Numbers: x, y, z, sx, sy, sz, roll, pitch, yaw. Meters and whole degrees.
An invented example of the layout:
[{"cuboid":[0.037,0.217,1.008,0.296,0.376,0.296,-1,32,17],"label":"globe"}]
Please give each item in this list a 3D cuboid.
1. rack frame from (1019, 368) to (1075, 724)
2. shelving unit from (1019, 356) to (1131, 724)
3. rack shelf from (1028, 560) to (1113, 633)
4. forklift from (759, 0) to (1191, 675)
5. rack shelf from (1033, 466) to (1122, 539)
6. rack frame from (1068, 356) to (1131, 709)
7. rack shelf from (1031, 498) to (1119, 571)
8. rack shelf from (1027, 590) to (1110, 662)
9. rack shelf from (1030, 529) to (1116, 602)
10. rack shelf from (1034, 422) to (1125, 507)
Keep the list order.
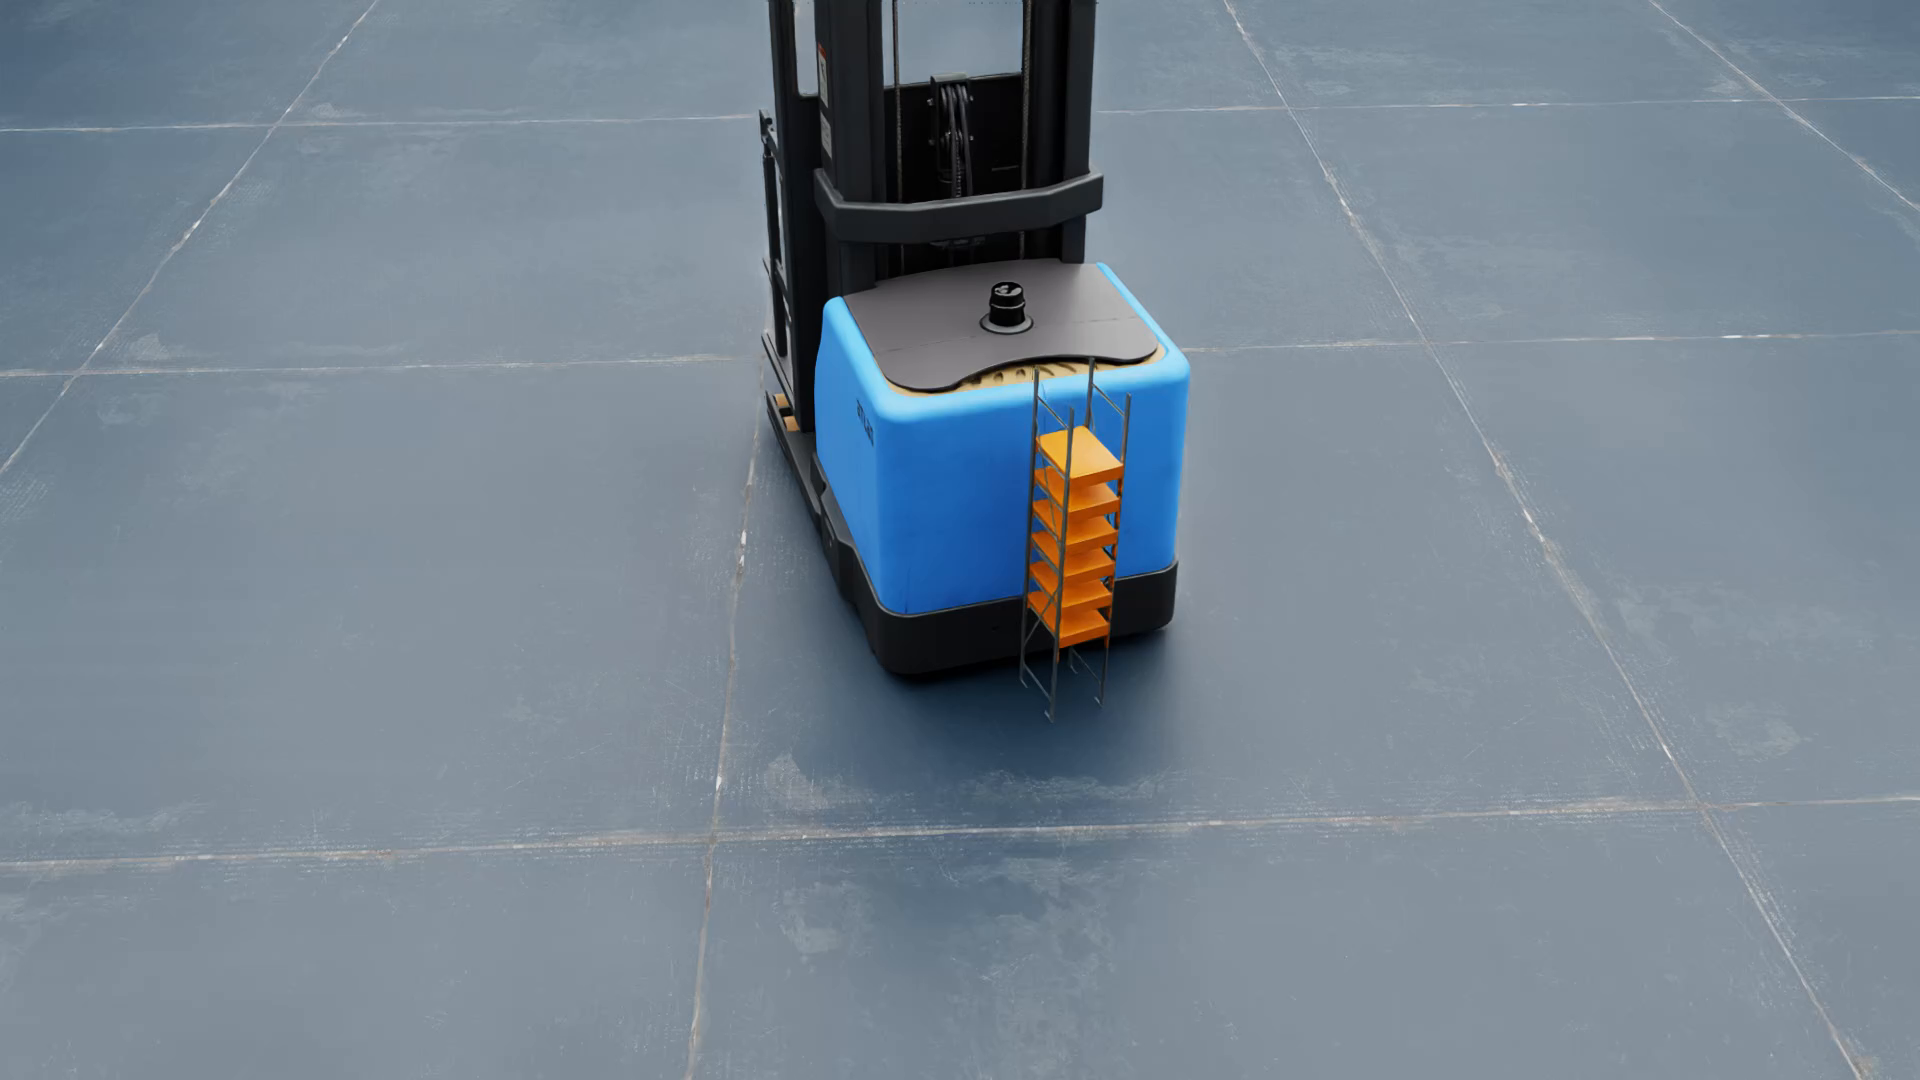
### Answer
[{"cuboid":[0.260,0.048,5.118,0.006,1.200,0.240,-15,39,-20],"label":"rack frame"},{"cuboid":[0.343,0.026,5.149,0.189,1.200,0.258,-15,39,-20],"label":"shelving unit"},{"cuboid":[0.340,0.158,5.247,0.180,0.103,0.258,-15,39,-20],"label":"rack shelf"},{"cuboid":[-0.167,-1.598,5.983,1.130,2.935,3.031,-10,36,-14],"label":"forklift"},{"cuboid":[0.346,-0.131,5.033,0.180,0.103,0.258,-15,39,-20],"label":"rack shelf"},{"cuboid":[0.426,0.004,5.181,0.006,1.200,0.240,-15,39,-20],"label":"rack frame"},{"cuboid":[0.344,-0.035,5.104,0.180,0.103,0.258,-15,39,-20],"label":"rack shelf"},{"cuboid":[0.338,0.255,5.319,0.180,0.103,0.258,-15,39,-20],"label":"rack shelf"},{"cuboid":[0.342,0.062,5.176,0.180,0.103,0.258,-15,39,-20],"label":"rack shelf"},{"cuboid":[0.348,-0.228,4.962,0.180,0.103,0.258,-15,39,-20],"label":"rack shelf"}]
